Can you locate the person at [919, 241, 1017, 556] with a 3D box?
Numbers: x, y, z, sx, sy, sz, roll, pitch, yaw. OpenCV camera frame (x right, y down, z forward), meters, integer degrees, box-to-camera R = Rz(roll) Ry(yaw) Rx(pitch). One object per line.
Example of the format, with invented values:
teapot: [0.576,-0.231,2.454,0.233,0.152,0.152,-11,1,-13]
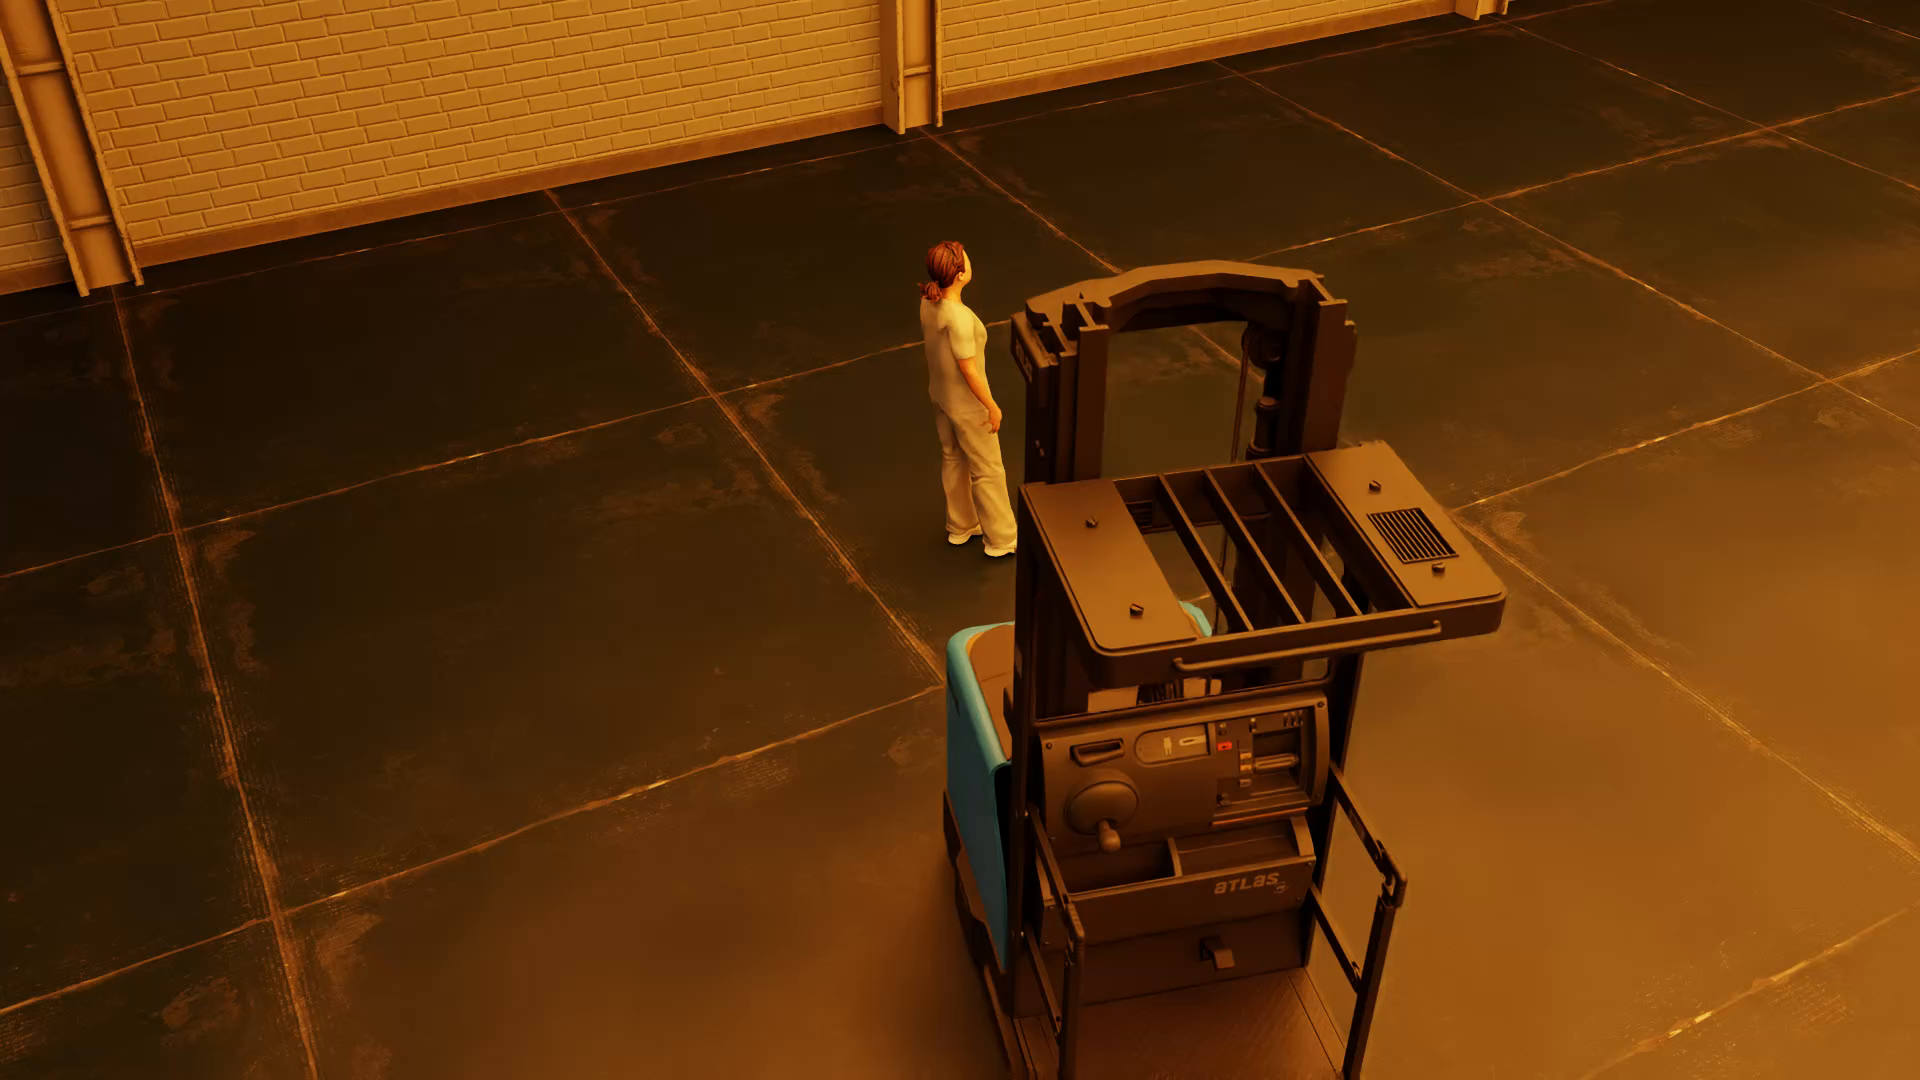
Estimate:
person: [0.071,-0.703,8.192,0.549,1.675,0.549,-17,39,-23]

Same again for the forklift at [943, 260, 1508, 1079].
forklift: [0.754,0.789,5.006,1.130,2.935,3.031,-7,36,-10]
